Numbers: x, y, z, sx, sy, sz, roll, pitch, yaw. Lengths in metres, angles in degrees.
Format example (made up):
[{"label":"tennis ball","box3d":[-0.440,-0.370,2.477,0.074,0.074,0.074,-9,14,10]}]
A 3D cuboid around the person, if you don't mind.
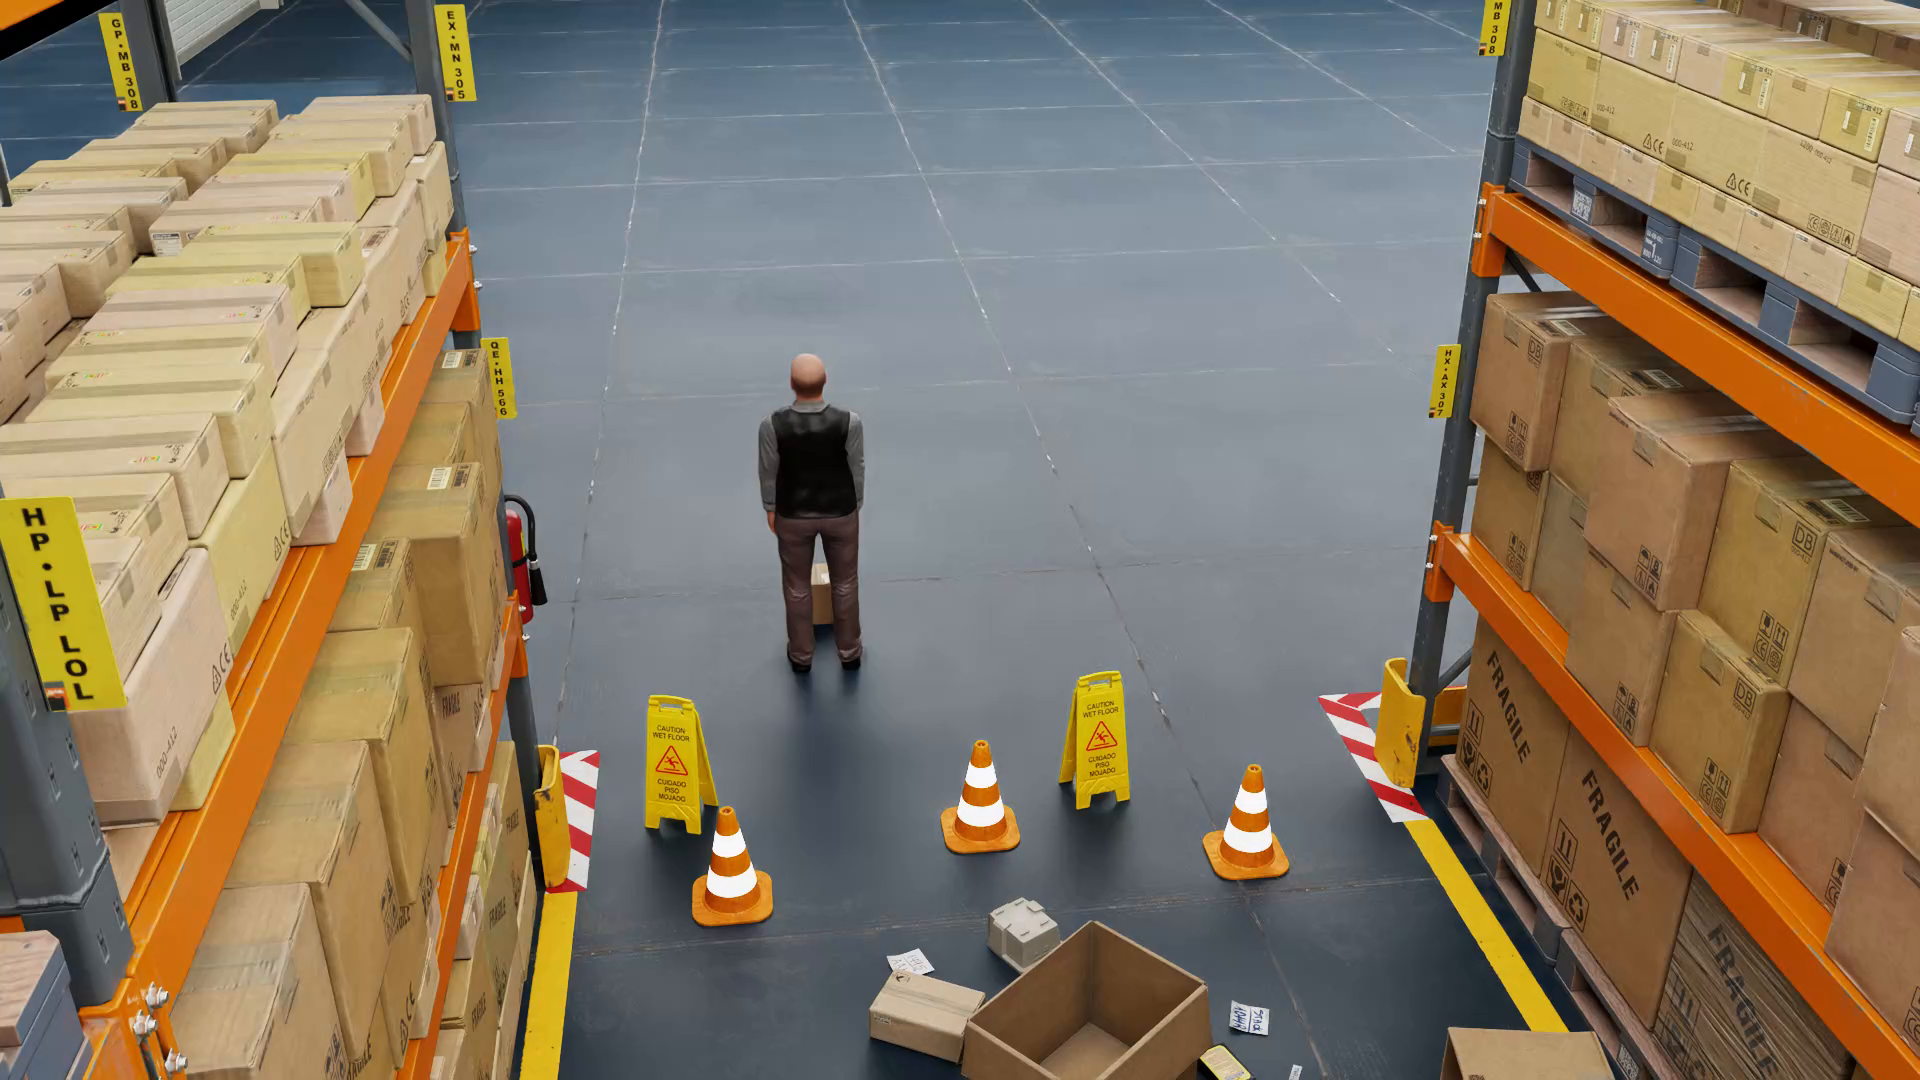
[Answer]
[{"label":"person","box3d":[-0.742,-0.133,8.414,0.532,1.716,0.360,-3,27,-6]}]
